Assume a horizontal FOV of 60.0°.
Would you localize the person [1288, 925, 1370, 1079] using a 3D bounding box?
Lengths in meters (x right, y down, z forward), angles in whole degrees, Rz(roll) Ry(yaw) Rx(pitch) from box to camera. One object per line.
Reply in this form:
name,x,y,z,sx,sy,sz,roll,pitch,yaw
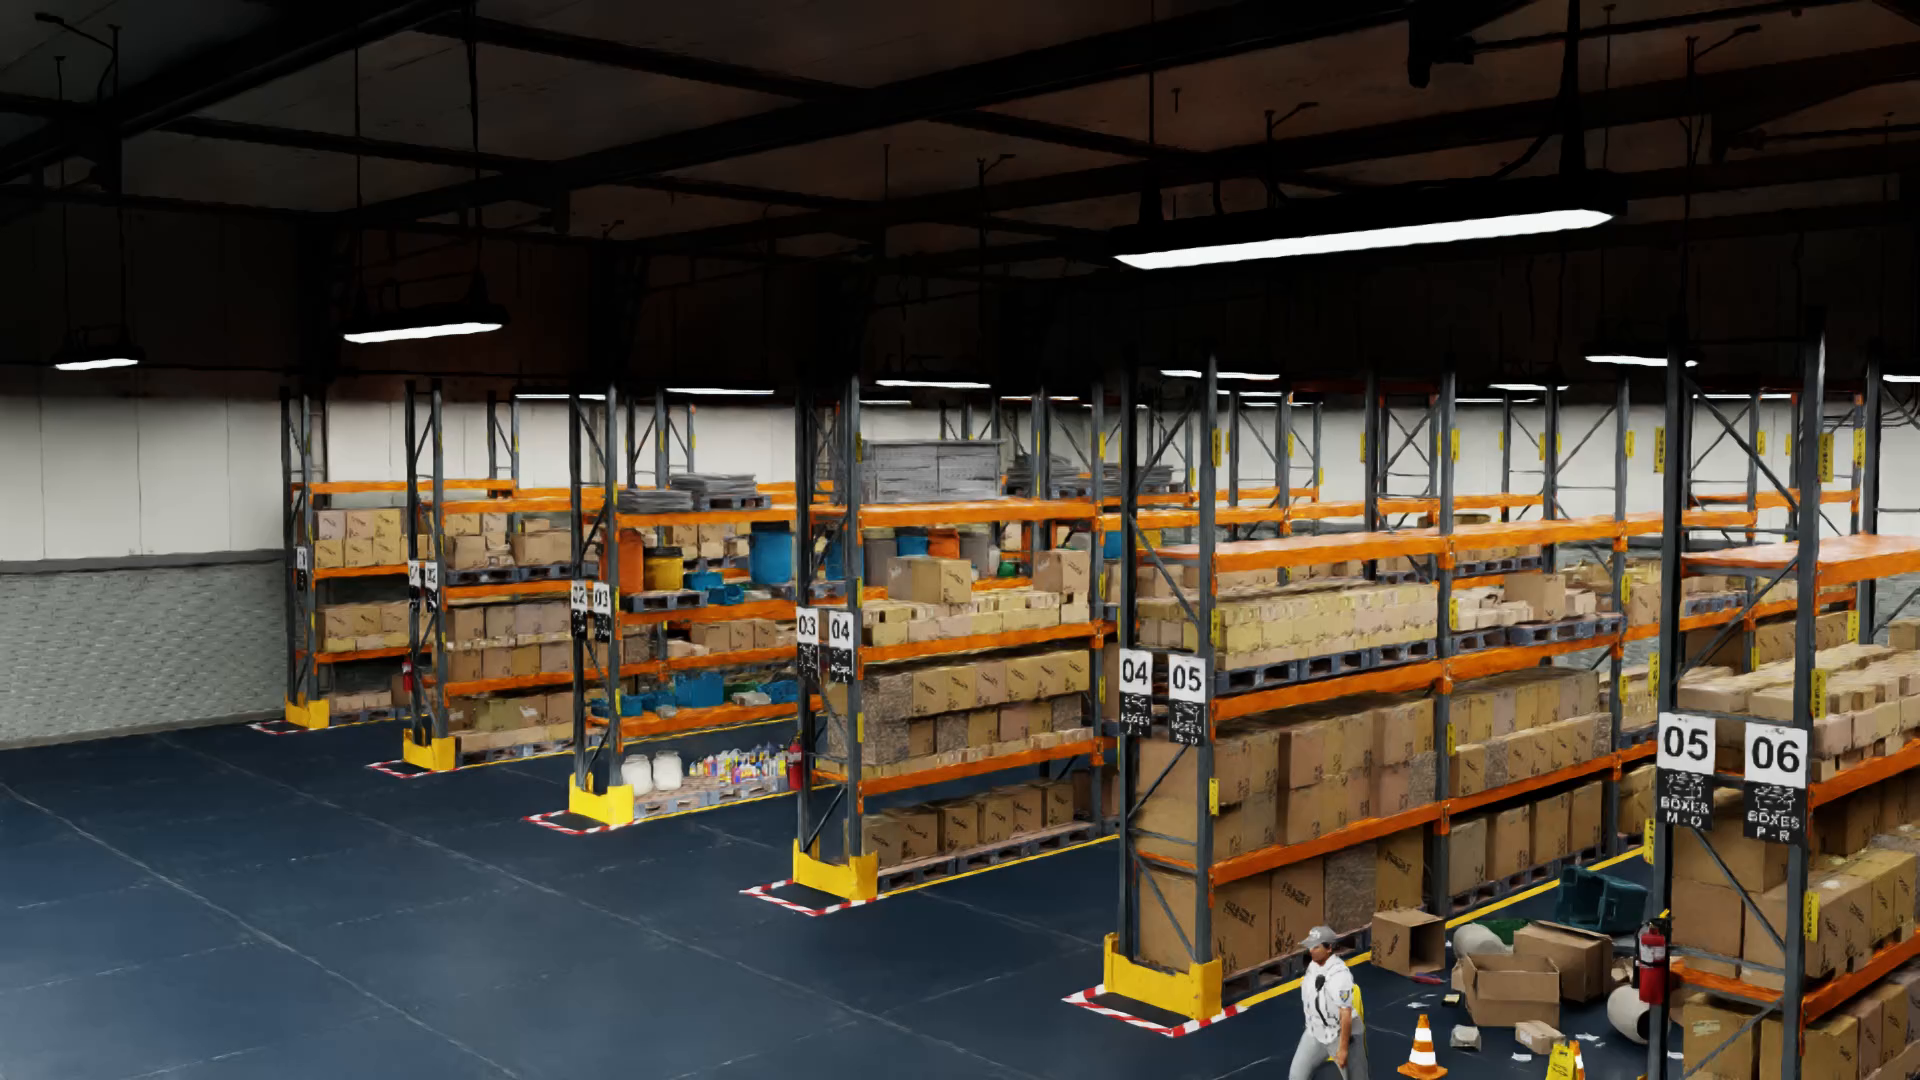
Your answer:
person,2.676,3.576,12.065,0.920,1.591,0.523,-1,4,-19
